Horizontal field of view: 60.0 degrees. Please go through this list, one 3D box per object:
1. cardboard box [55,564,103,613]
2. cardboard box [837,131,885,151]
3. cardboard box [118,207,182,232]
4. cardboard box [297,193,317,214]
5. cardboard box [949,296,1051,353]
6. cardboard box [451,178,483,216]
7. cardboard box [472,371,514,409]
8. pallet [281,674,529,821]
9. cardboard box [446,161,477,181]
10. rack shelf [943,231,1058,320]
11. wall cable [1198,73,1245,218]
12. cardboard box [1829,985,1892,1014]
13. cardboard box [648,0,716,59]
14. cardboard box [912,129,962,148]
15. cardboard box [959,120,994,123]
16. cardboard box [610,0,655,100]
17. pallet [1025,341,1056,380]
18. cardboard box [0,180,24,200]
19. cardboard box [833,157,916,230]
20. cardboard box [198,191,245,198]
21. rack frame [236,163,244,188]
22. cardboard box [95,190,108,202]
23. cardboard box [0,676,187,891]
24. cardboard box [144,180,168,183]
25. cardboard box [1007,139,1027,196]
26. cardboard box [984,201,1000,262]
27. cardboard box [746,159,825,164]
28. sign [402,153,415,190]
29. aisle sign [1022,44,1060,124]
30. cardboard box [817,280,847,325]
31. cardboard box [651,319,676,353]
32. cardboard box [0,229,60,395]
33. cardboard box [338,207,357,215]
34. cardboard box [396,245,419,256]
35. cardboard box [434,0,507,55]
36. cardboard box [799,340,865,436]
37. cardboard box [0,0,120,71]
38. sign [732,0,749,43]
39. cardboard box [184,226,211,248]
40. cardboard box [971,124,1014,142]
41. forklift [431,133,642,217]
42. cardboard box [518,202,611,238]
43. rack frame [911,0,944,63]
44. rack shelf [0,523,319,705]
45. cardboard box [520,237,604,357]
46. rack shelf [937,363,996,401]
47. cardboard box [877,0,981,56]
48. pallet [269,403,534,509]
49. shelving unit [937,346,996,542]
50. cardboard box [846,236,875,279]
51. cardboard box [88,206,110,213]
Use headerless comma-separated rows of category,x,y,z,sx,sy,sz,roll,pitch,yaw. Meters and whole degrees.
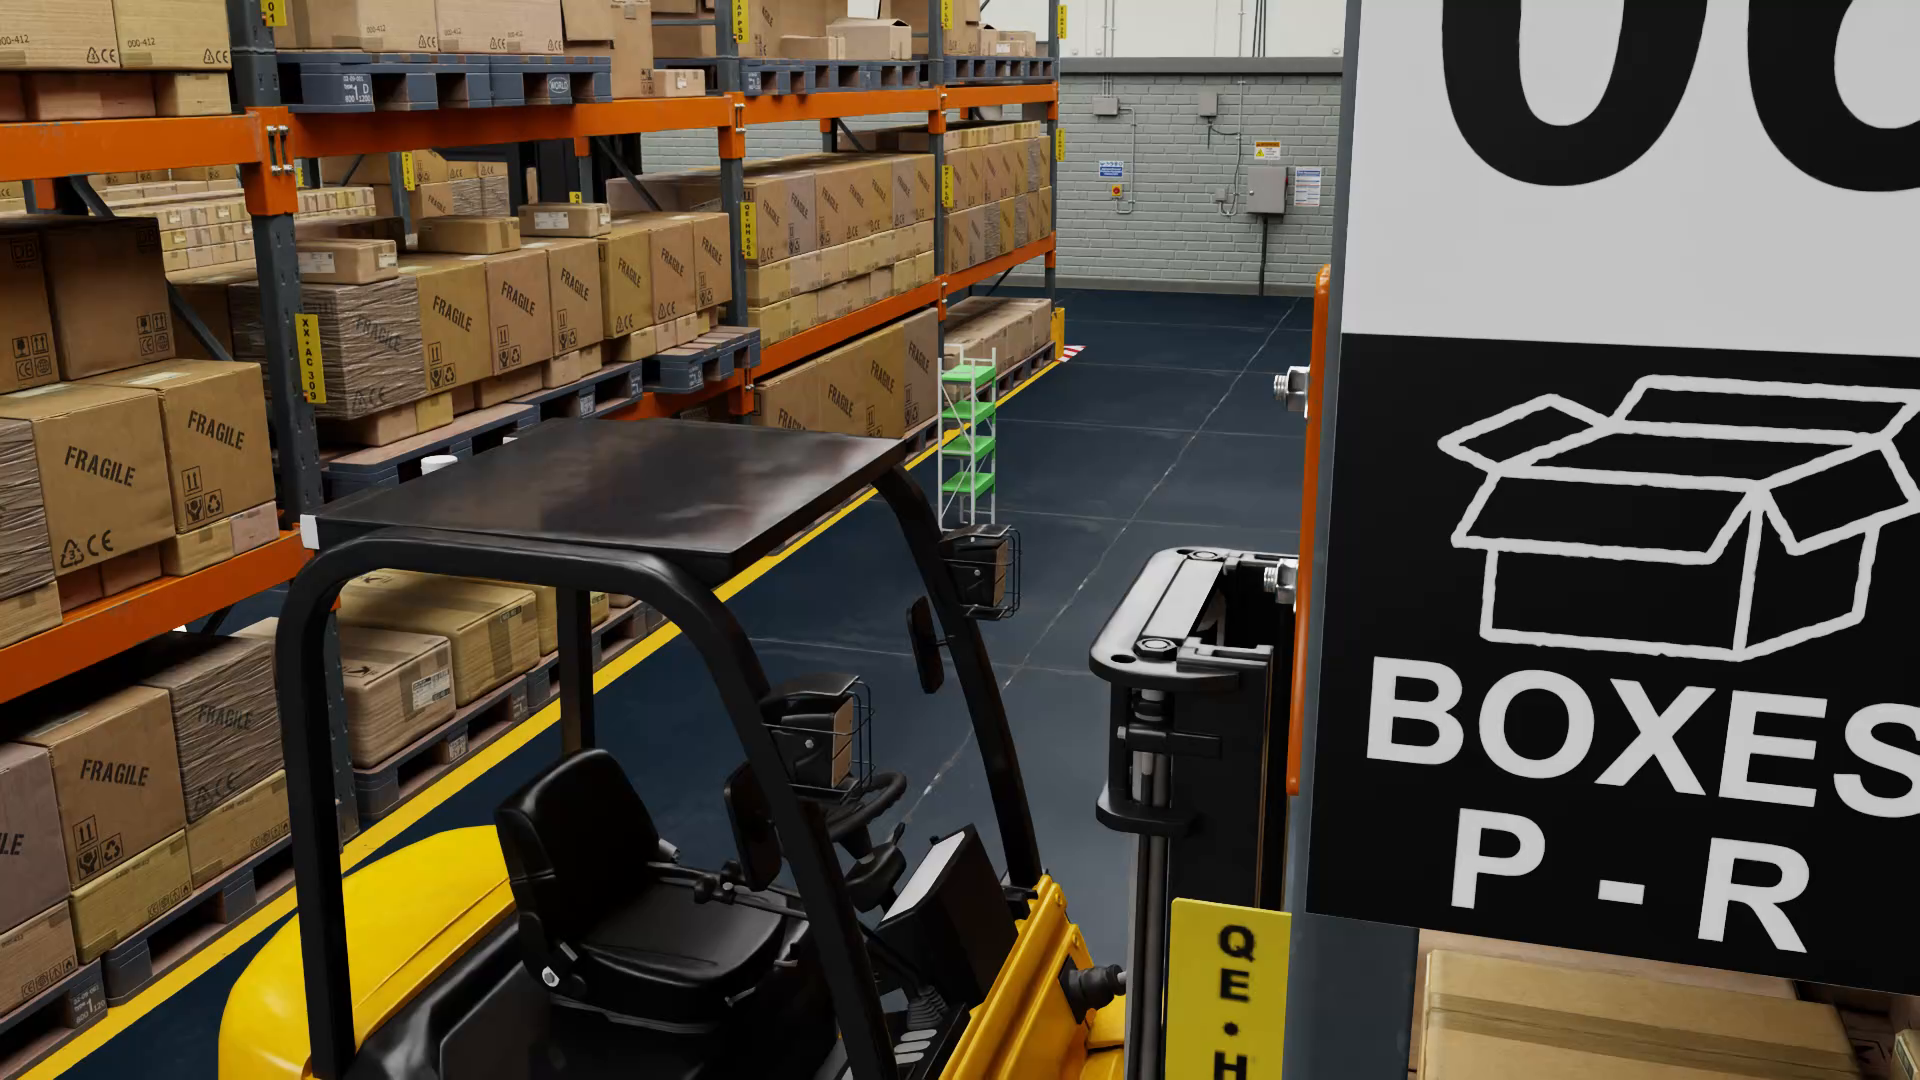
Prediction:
cardboard box,-2.997,0.134,5.320,0.380,0.149,0.250,4,16,15
cardboard box,-0.845,-3.326,13.854,0.380,0.149,0.250,4,16,15
cardboard box,-5.998,-2.367,12.279,0.380,0.149,0.250,4,16,14
cardboard box,-5.554,-2.777,13.725,0.380,0.149,0.250,5,16,16
cardboard box,0.417,-2.215,17.067,0.875,0.438,0.875,4,16,14
cardboard box,-4.886,-3.168,15.773,0.500,0.500,0.500,5,16,16
cardboard box,-2.241,-0.696,7.478,0.380,0.149,0.250,5,17,17
pallet,-2.681,0.851,7.441,1.003,0.211,1.213,5,16,16
cardboard box,-4.908,-3.645,15.622,0.500,0.500,0.500,4,16,14
rack shelf,-0.059,-2.557,15.664,1.077,0.370,4.000,5,16,16
wall cable,3.452,-5.285,22.102,0.588,1.984,0.122,5,16,16
cardboard box,1.191,0.433,1.887,0.380,0.149,0.250,5,17,17
cardboard box,-1.802,-3.138,9.940,0.797,0.503,0.637,4,16,12
cardboard box,-0.199,-3.421,14.191,0.380,0.149,0.250,4,16,15
cardboard box,0.137,-4.122,16.659,0.380,0.149,0.250,5,17,17
cardboard box,-2.043,-2.577,8.737,0.700,0.500,0.500,5,16,16
pallet,0.357,-1.869,17.032,1.003,0.211,1.213,5,16,16
cardboard box,-9.748,-3.685,16.680,0.500,0.500,0.500,5,16,16
cardboard box,-0.654,-2.636,12.611,0.500,0.500,0.500,5,17,17
cardboard box,-6.177,-2.831,13.915,0.380,0.149,0.250,4,16,15
rack frame,-8.992,-4.194,20.120,1.000,3.000,0.127,5,16,16
cardboard box,-9.456,-3.587,17.709,0.500,0.250,0.500,5,17,17
cardboard box,-2.955,0.782,5.469,0.500,0.500,0.500,5,17,17
cardboard box,-9.529,-4.024,19.250,0.500,0.250,0.500,4,16,15
cardboard box,0.336,-3.542,15.805,0.500,0.500,0.500,5,16,16
cardboard box,0.051,-2.791,14.989,0.500,0.500,0.500,5,17,16
cardboard box,-1.291,-2.549,12.305,0.500,0.500,0.500,4,16,14
sign,-4.869,-3.252,14.675,0.100,0.325,0.005,5,16,16
aisle sign,0.827,-4.671,17.037,0.394,0.787,0.004,5,16,16
cardboard box,-1.100,-1.642,11.395,0.500,0.250,0.500,5,17,18
cardboard box,-1.747,-1.100,8.900,0.380,0.149,0.250,4,16,13
cardboard box,-3.400,-0.728,5.340,0.700,0.500,0.500,5,17,16
cardboard box,-5.400,-2.773,14.253,0.380,0.149,0.250,5,17,16
cardboard box,-2.698,-1.083,7.651,0.500,0.500,0.500,5,17,18
cardboard box,-2.207,-2.114,6.793,0.500,0.250,0.500,4,16,15
cardboard box,-1.231,-0.920,11.700,0.875,0.875,0.875,5,17,17
cardboard box,-2.911,-1.532,4.965,0.500,0.250,0.500,4,16,15
sign,-1.245,-2.982,9.401,0.100,0.325,0.005,5,16,16
cardboard box,-5.918,-2.298,12.579,0.380,0.149,0.250,5,16,16
cardboard box,0.289,-3.820,15.594,0.380,0.149,0.250,5,17,17
forklift,-3.166,-1.979,12.435,3.031,2.935,1.130,6,17,20
cardboard box,-1.959,-1.588,8.245,0.380,0.149,0.250,4,16,13
rack frame,-0.628,-5.266,12.902,1.000,3.000,0.127,5,16,16
rack shelf,-3.469,0.583,4.595,1.077,0.370,4.000,5,16,16
cardboard box,-2.062,-1.175,7.976,0.500,0.500,0.500,4,16,14
rack shelf,0.047,-1.021,10.705,0.258,0.148,0.480,5,16,16
cardboard box,-0.275,-4.478,14.479,0.797,0.503,0.637,6,17,20
pallet,-2.544,-0.383,7.033,1.003,0.211,1.213,5,16,16
shelving unit,0.047,-0.621,10.818,0.258,1.200,0.503,5,16,16
cardboard box,-0.925,-2.011,11.781,0.500,0.250,0.500,5,17,17
cardboard box,-6.619,-2.426,12.485,0.380,0.149,0.250,5,17,18
